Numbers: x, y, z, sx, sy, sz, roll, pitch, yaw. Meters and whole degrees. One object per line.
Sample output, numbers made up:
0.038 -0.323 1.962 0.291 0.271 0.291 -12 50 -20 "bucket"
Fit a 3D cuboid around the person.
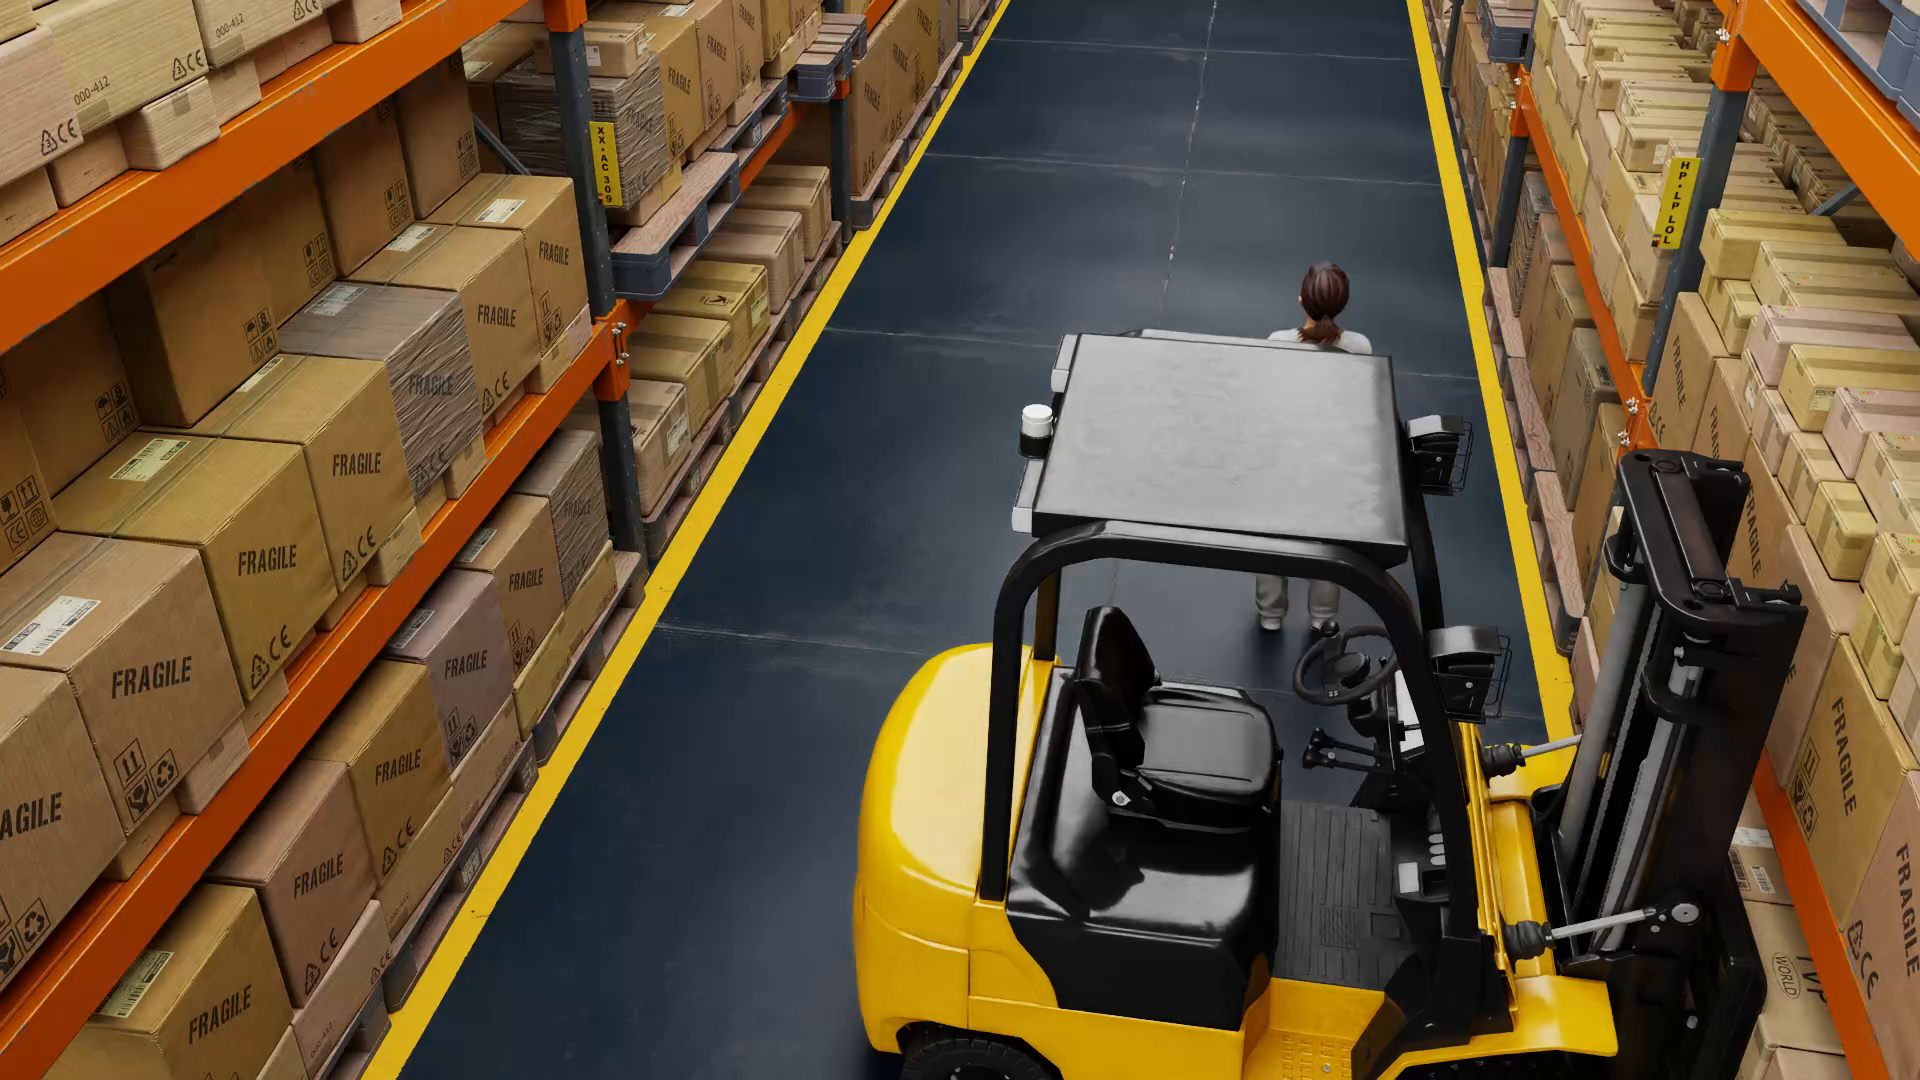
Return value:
1.399 -0.383 6.746 0.452 1.668 0.534 5 33 8 "person"
